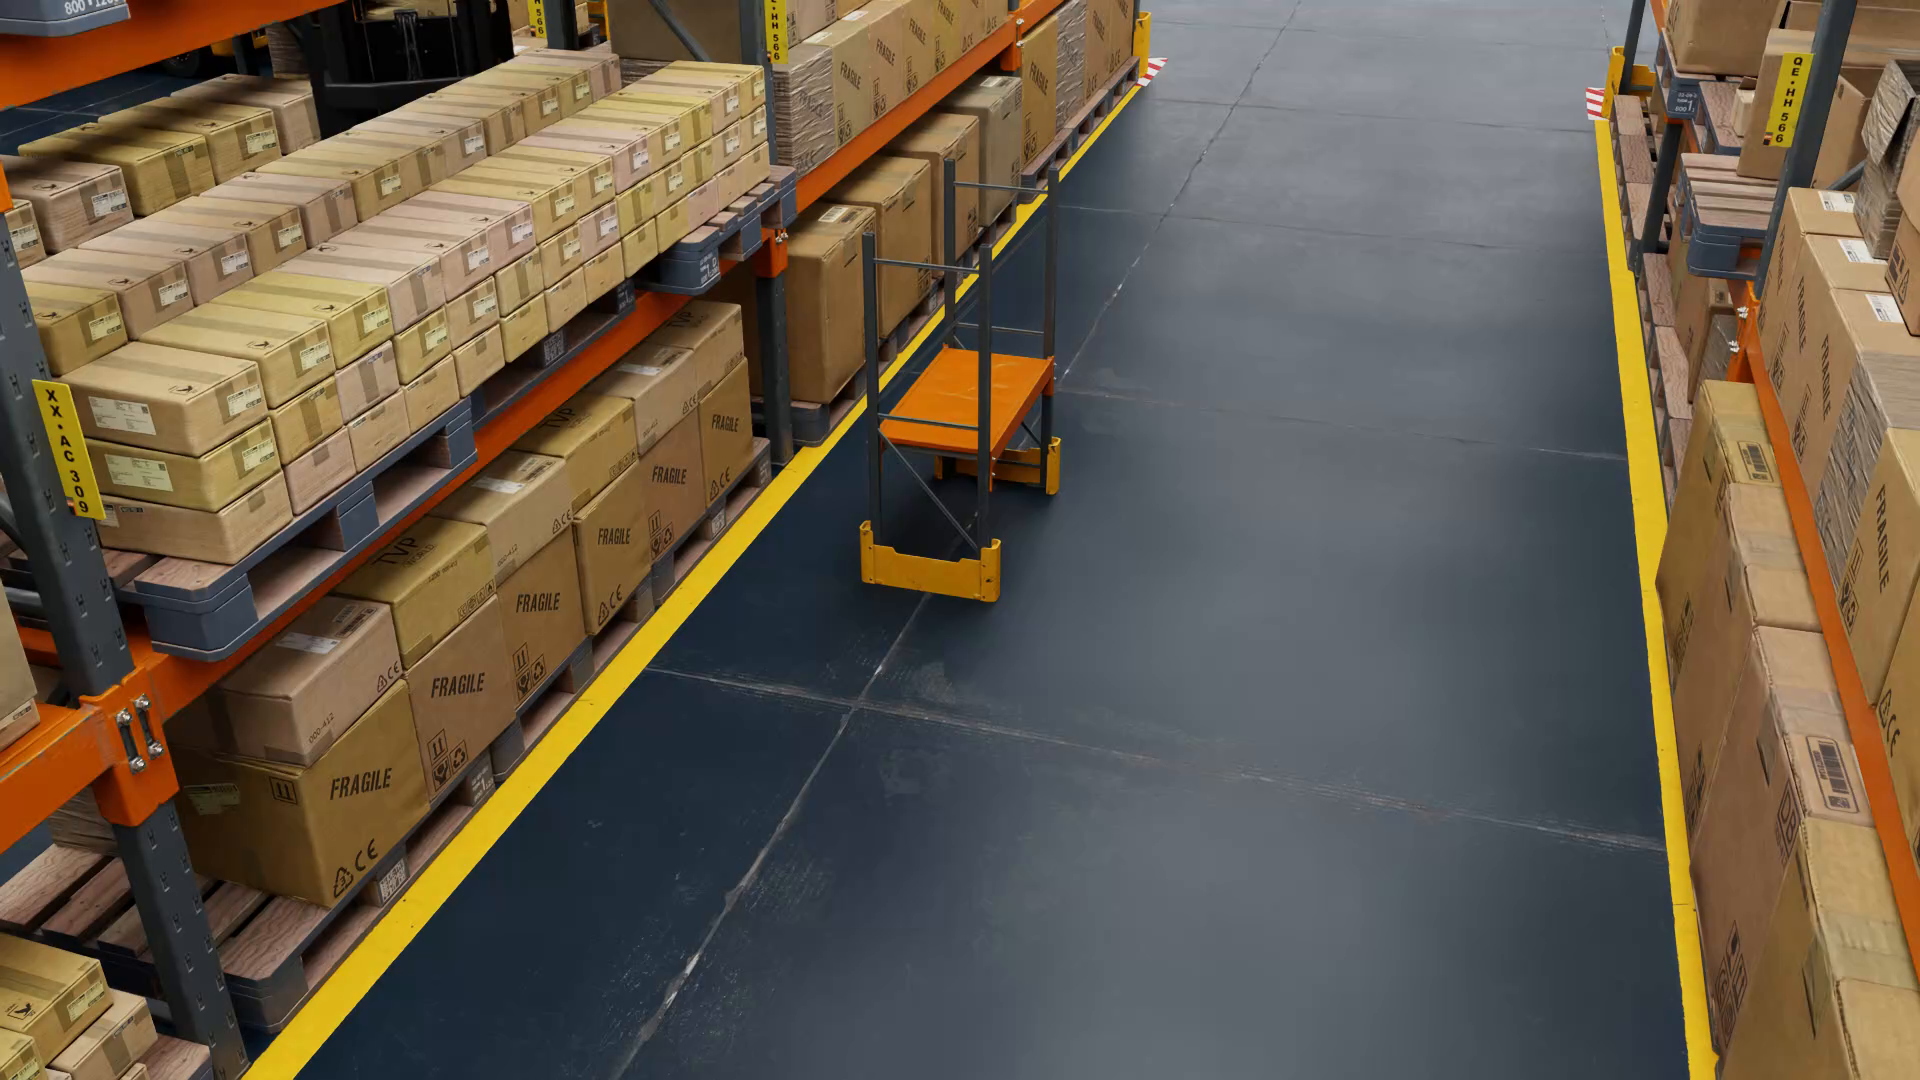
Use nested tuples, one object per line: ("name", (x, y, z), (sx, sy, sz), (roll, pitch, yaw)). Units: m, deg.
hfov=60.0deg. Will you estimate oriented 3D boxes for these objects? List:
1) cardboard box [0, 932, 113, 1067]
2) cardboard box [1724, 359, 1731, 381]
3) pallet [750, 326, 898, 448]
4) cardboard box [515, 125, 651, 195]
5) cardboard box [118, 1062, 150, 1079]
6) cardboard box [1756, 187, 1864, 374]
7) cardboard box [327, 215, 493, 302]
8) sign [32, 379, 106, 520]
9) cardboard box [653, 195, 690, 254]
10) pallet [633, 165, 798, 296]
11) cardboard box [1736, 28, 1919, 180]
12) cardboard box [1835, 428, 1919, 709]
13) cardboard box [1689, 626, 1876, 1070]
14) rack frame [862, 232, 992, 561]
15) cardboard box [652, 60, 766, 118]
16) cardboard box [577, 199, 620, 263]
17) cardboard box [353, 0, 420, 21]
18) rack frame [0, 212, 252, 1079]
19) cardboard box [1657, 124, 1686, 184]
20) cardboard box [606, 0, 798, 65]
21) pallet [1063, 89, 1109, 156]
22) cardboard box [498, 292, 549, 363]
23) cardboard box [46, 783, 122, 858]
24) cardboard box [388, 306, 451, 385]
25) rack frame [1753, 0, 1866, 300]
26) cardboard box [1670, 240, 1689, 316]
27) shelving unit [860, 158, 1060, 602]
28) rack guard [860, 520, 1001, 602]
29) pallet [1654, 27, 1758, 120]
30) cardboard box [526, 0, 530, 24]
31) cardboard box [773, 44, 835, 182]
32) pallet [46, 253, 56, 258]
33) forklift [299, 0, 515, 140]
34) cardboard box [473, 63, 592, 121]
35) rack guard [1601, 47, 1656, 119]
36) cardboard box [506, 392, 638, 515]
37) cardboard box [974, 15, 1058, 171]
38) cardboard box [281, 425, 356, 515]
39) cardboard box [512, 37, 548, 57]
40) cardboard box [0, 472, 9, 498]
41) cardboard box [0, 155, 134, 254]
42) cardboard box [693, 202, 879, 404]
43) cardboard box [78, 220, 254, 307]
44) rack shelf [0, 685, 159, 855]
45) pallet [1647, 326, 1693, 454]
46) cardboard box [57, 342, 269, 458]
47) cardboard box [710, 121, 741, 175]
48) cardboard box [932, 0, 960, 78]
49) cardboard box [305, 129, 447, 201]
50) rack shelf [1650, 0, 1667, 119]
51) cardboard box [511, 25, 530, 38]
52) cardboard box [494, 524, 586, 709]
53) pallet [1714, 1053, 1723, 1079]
("cardboard box", (-2.319, 1.115, 4.049), (0.380, 0.149, 0.250), (9, 30, 16))
("cardboard box", (3.600, -0.408, 7.017), (0.700, 0.500, 0.500), (7, 30, 12))
("pallet", (-0.986, -0.886, 8.625), (1.003, 0.211, 1.213), (8, 30, 15))
("cardboard box", (-1.299, -1.315, 5.743), (0.380, 0.149, 0.250), (9, 30, 15))
("cardboard box", (-2.253, 1.403, 4.142), (0.380, 0.149, 0.250), (9, 30, 16))
("cardboard box", (3.020, -0.851, 5.591), (0.500, 0.500, 0.500), (9, 30, 16))
("cardboard box", (-1.604, -0.825, 4.862), (0.380, 0.149, 0.250), (8, 30, 14))
("sign", (-1.943, -0.194, 3.623), (0.100, 0.325, 0.005), (8, 30, 15))
("cardboard box", (-1.221, -1.178, 6.108), (0.380, 0.149, 0.250), (8, 30, 14))
("pallet", (-1.397, -1.318, 6.732), (1.213, 0.211, 1.003), (8, 30, 15))
("cardboard box", (3.611, -1.752, 6.778), (0.700, 0.500, 0.500), (13, 32, 22))
("cardboard box", (2.423, 0.092, 3.896), (0.500, 0.500, 0.500), (8, 30, 14))
("cardboard box", (2.678, 0.894, 4.311), (1.225, 0.875, 0.875), (7, 30, 13))
("rack frame", (-0.124, -0.459, 6.532), (0.500, 1.500, 0.032), (8, 30, 15))
("cardboard box", (-0.995, -1.789, 6.595), (0.380, 0.149, 0.250), (7, 30, 13))
("cardboard box", (-1.376, -1.058, 5.587), (0.380, 0.149, 0.250), (9, 30, 16))
("cardboard box", (-4.446, -3.812, 12.642), (0.500, 0.500, 0.500), (10, 31, 17))
("rack frame", (-2.464, 0.110, 3.966), (1.000, 3.000, 0.127), (8, 30, 15))
("cardboard box", (5.020, -2.691, 11.141), (0.500, 0.500, 0.500), (6, 30, 10))
("cardboard box", (-1.148, -2.437, 7.413), (0.700, 0.500, 0.500), (8, 30, 15))
("pallet", (0.539, -3.300, 12.965), (1.003, 0.211, 1.213), (8, 30, 15))
("cardboard box", (-1.530, -0.689, 5.229), (0.380, 0.149, 0.250), (8, 30, 14))
("cardboard box", (-2.487, 0.639, 5.155), (0.500, 0.500, 0.500), (8, 30, 14))
("cardboard box", (-1.683, -0.573, 4.714), (0.380, 0.149, 0.250), (7, 30, 13))
("rack frame", (3.422, -0.994, 5.951), (1.000, 3.000, 0.127), (8, 30, 15))
("cardboard box", (4.238, -1.452, 8.892), (0.700, 0.500, 0.500), (8, 30, 15))
("shelving unit", (0.022, -0.691, 6.949), (0.587, 1.500, 1.083), (8, 30, 15))
("rack guard", (-0.124, 0.087, 6.837), (0.587, 0.250, 0.087), (8, 30, 15))
("pallet", (4.233, -2.435, 8.738), (1.003, 0.211, 1.213), (8, 30, 15))
("cardboard box", (-3.839, -4.783, 14.387), (0.500, 0.500, 0.500), (10, 31, 17))
("cardboard box", (-0.900, -1.962, 7.589), (0.500, 0.500, 0.500), (9, 30, 15))
("pallet", (-5.820, -1.552, 9.823), (1.003, 0.211, 1.213), (8, 30, 15))
("forklift", (-3.088, -2.819, 9.303), (1.130, 2.935, 3.031), (-9, 30, -16))
("cardboard box", (-1.687, -1.770, 6.561), (0.380, 0.149, 0.250), (8, 30, 14))
("rack guard", (5.748, -3.584, 13.178), (1.175, 0.500, 0.348), (8, 30, 15))
("cardboard box", (-1.542, -0.342, 6.147), (0.500, 0.250, 0.500), (9, 30, 16))
("cardboard box", (0.136, -3.145, 11.571), (0.875, 0.875, 0.875), (9, 30, 16))
("cardboard box", (-1.833, -0.211, 4.370), (0.380, 0.149, 0.250), (9, 30, 16))
("cardboard box", (-3.167, -3.265, 11.827), (0.500, 0.500, 0.500), (8, 30, 15))
("cardboard box", (-2.536, -0.176, 4.308), (0.380, 0.149, 0.250), (8, 30, 14))
("cardboard box", (-5.667, -2.048, 10.118), (0.950, 0.372, 0.625), (8, 30, 14))
("cardboard box", (-1.025, -1.219, 8.238), (1.050, 0.750, 0.750), (8, 30, 14))
("cardboard box", (-2.300, -0.805, 4.825), (0.380, 0.149, 0.250), (8, 30, 15))
("rack shelf", (-3.051, 1.354, 2.470), (1.077, 0.370, 4.000), (8, 30, 15))
("pallet", (4.013, -0.703, 8.297), (1.003, 0.211, 1.213), (8, 30, 15))
("cardboard box", (-1.908, -0.341, 3.992), (0.380, 0.149, 0.250), (10, 31, 17))
("cardboard box", (-1.076, -1.534, 6.442), (0.380, 0.149, 0.250), (10, 31, 17))
("cardboard box", (-0.310, -2.901, 9.276), (0.500, 0.500, 0.500), (9, 30, 15))
("cardboard box", (-1.995, -1.284, 5.687), (0.380, 0.149, 0.250), (9, 30, 16))
("rack shelf", (5.183, -3.468, 11.138), (1.077, 0.370, 4.000), (8, 30, 15))
("cardboard box", (-3.991, -4.210, 14.129), (0.500, 0.250, 0.500), (7, 30, 13))
("cardboard box", (-1.699, 0.222, 5.905), (0.500, 0.500, 0.500), (9, 30, 16))
("pallet", (2.403, 1.714, 3.951), (1.003, 0.211, 1.213), (8, 30, 15))
